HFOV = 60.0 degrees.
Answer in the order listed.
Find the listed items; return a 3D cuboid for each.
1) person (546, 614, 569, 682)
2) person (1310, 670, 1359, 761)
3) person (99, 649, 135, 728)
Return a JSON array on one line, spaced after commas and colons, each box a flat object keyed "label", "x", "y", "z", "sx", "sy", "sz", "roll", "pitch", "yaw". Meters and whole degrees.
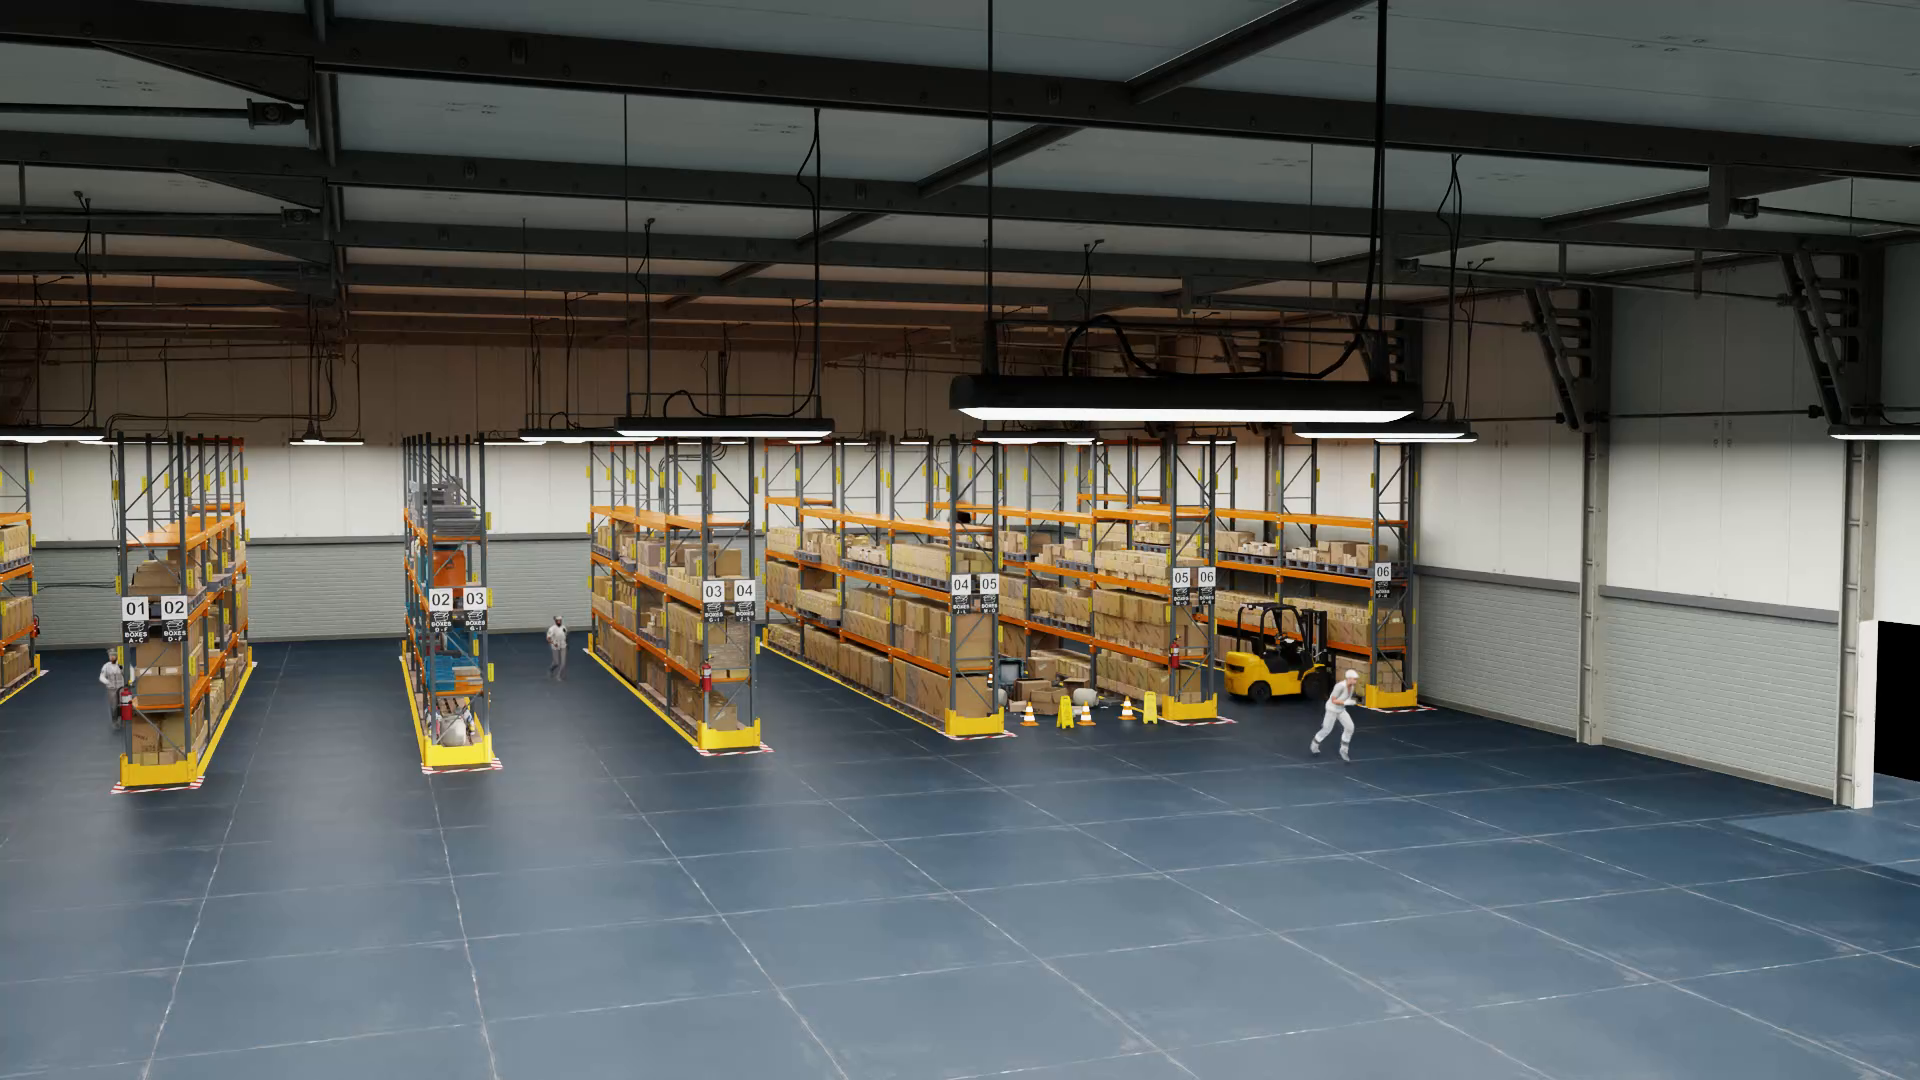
[{"label": "person", "x": -9.836, "y": 2.638, "z": 40.714, "sx": 0.562, "sy": 1.655, "sz": 0.589, "roll": -2, "pitch": 4, "yaw": -36}, {"label": "person", "x": 6.910, "y": 3.212, "z": 30.607, "sx": 0.705, "sy": 1.719, "sz": 1.015, "roll": -3, "pitch": 4, "yaw": -44}, {"label": "person", "x": -17.105, "y": 3.016, "z": 33.758, "sx": 0.630, "sy": 1.652, "sz": 0.738, "roll": -1, "pitch": 3, "yaw": -19}]
